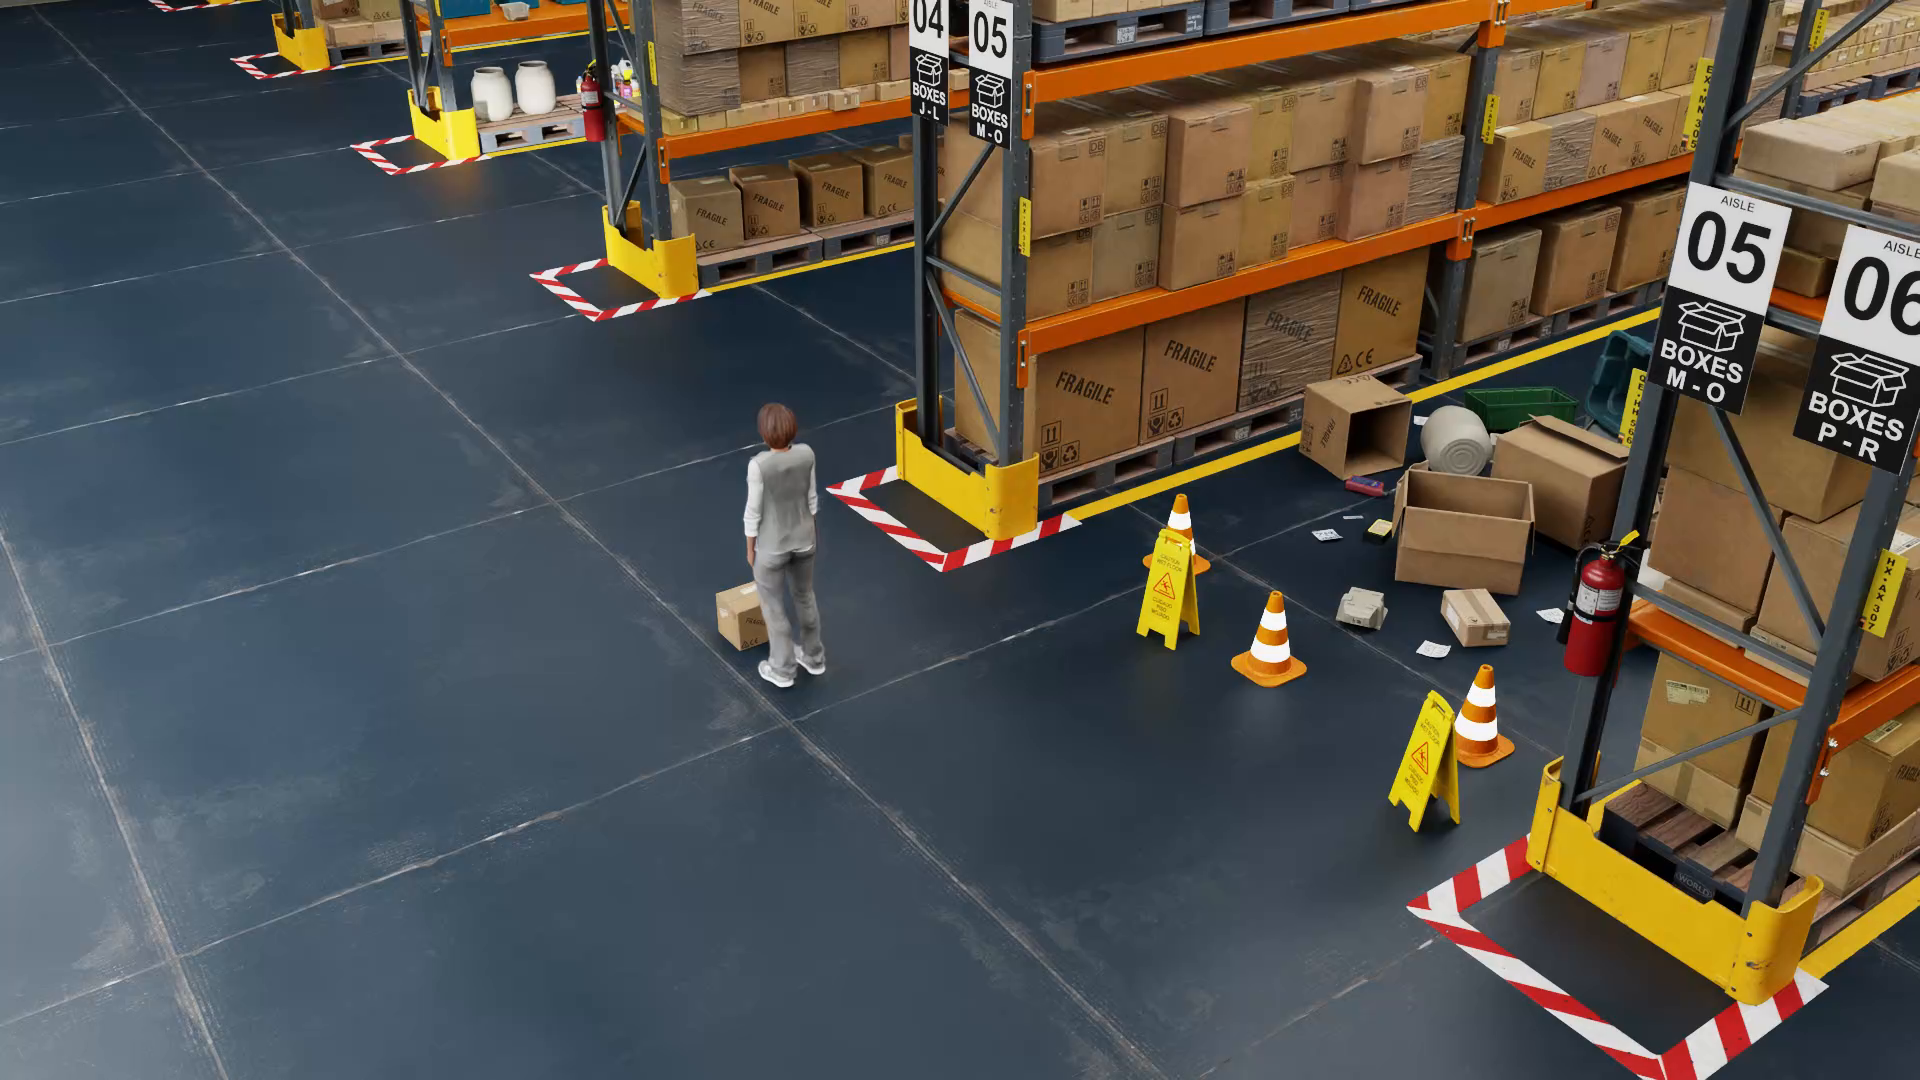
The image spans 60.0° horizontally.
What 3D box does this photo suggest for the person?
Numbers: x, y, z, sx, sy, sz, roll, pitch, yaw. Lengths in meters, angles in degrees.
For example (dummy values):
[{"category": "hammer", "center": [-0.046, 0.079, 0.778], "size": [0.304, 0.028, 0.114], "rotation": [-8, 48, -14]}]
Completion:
[{"category": "person", "center": [-0.921, 0.026, 8.592], "size": [0.406, 1.596, 0.310], "rotation": [-18, 34, -29]}]
